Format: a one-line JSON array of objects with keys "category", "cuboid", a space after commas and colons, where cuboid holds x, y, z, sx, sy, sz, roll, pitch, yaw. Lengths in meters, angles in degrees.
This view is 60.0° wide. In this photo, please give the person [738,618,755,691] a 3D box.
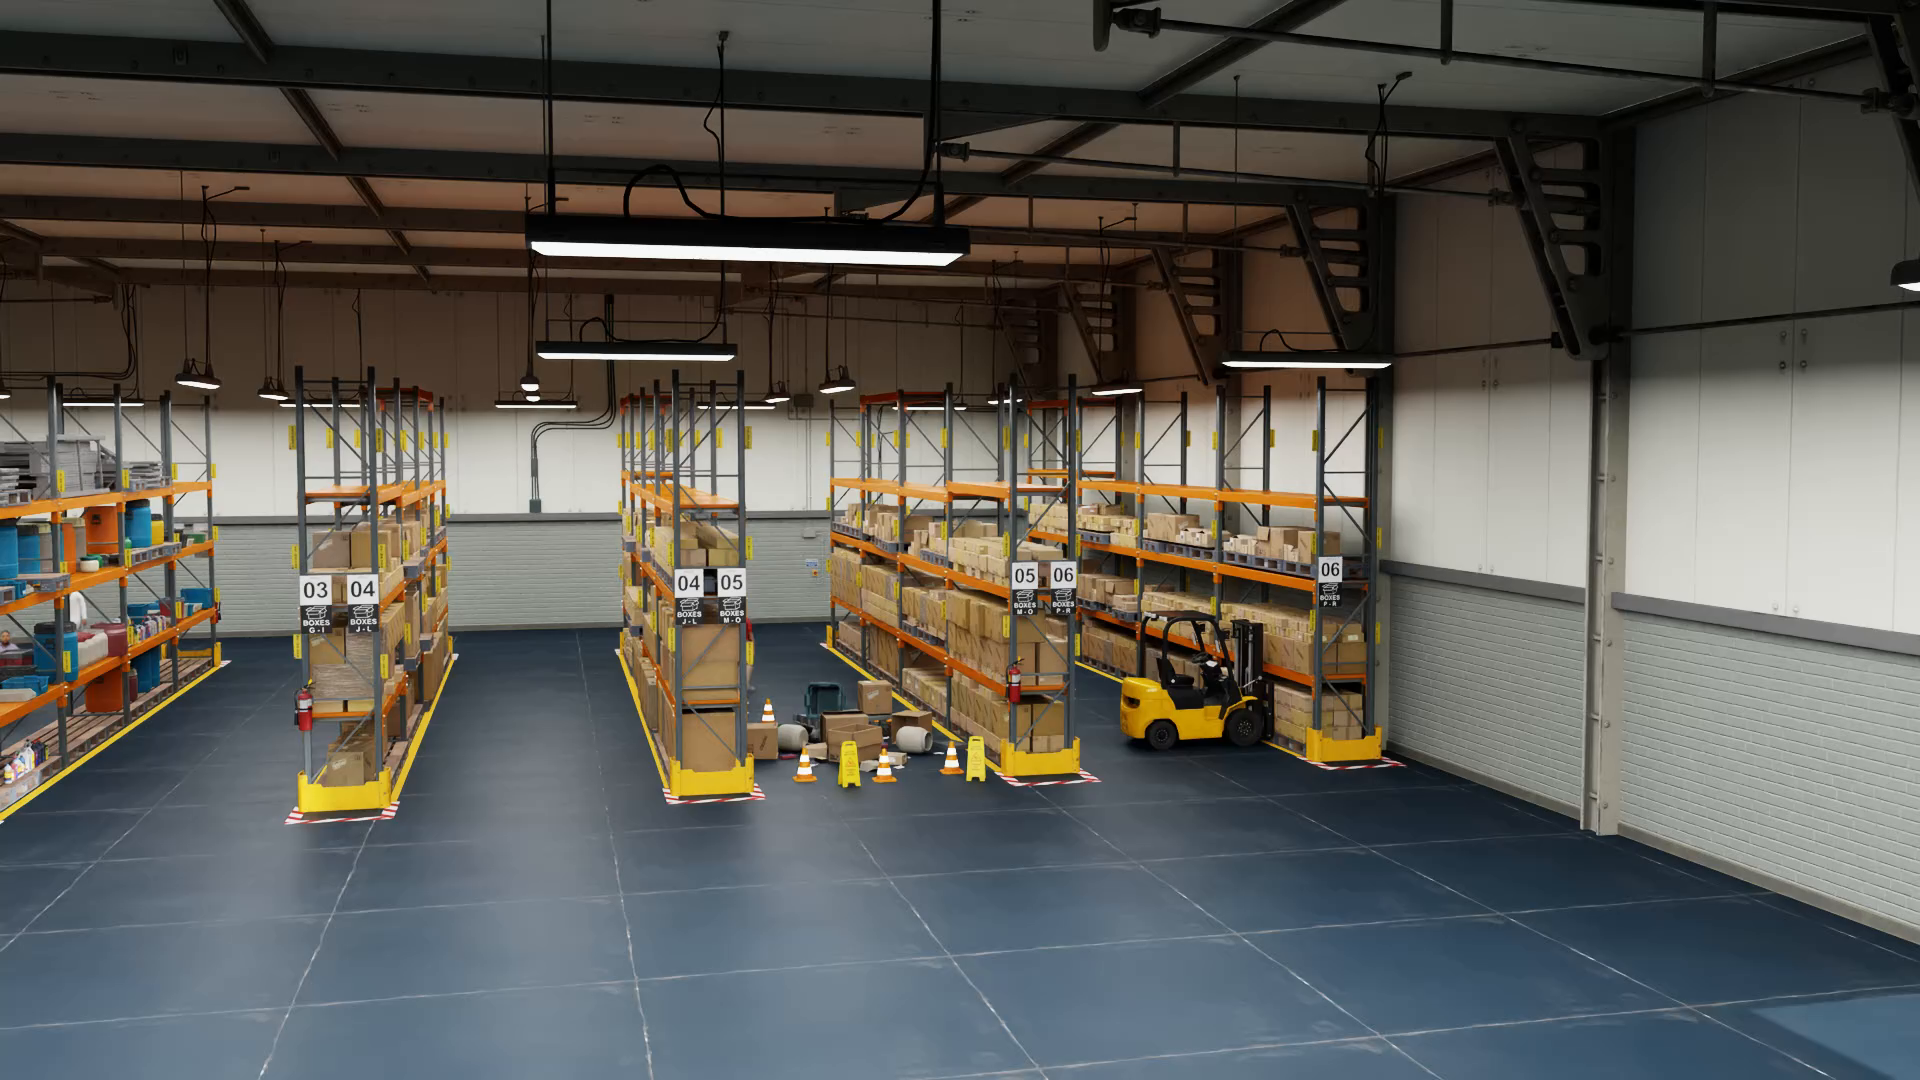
[{"category": "person", "cuboid": [-4.388, 2.162, 33.226, 0.576, 1.723, 0.533, 1, 3, 10]}]

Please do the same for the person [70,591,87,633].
[{"category": "person", "cuboid": [-20.655, 1.823, 38.786, 0.592, 1.747, 1.128, 2, 4, 30]}]

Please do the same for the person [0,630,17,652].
[{"category": "person", "cuboid": [-17.112, 2.414, 29.732, 0.459, 1.594, 1.007, -1, 3, -9]}]
